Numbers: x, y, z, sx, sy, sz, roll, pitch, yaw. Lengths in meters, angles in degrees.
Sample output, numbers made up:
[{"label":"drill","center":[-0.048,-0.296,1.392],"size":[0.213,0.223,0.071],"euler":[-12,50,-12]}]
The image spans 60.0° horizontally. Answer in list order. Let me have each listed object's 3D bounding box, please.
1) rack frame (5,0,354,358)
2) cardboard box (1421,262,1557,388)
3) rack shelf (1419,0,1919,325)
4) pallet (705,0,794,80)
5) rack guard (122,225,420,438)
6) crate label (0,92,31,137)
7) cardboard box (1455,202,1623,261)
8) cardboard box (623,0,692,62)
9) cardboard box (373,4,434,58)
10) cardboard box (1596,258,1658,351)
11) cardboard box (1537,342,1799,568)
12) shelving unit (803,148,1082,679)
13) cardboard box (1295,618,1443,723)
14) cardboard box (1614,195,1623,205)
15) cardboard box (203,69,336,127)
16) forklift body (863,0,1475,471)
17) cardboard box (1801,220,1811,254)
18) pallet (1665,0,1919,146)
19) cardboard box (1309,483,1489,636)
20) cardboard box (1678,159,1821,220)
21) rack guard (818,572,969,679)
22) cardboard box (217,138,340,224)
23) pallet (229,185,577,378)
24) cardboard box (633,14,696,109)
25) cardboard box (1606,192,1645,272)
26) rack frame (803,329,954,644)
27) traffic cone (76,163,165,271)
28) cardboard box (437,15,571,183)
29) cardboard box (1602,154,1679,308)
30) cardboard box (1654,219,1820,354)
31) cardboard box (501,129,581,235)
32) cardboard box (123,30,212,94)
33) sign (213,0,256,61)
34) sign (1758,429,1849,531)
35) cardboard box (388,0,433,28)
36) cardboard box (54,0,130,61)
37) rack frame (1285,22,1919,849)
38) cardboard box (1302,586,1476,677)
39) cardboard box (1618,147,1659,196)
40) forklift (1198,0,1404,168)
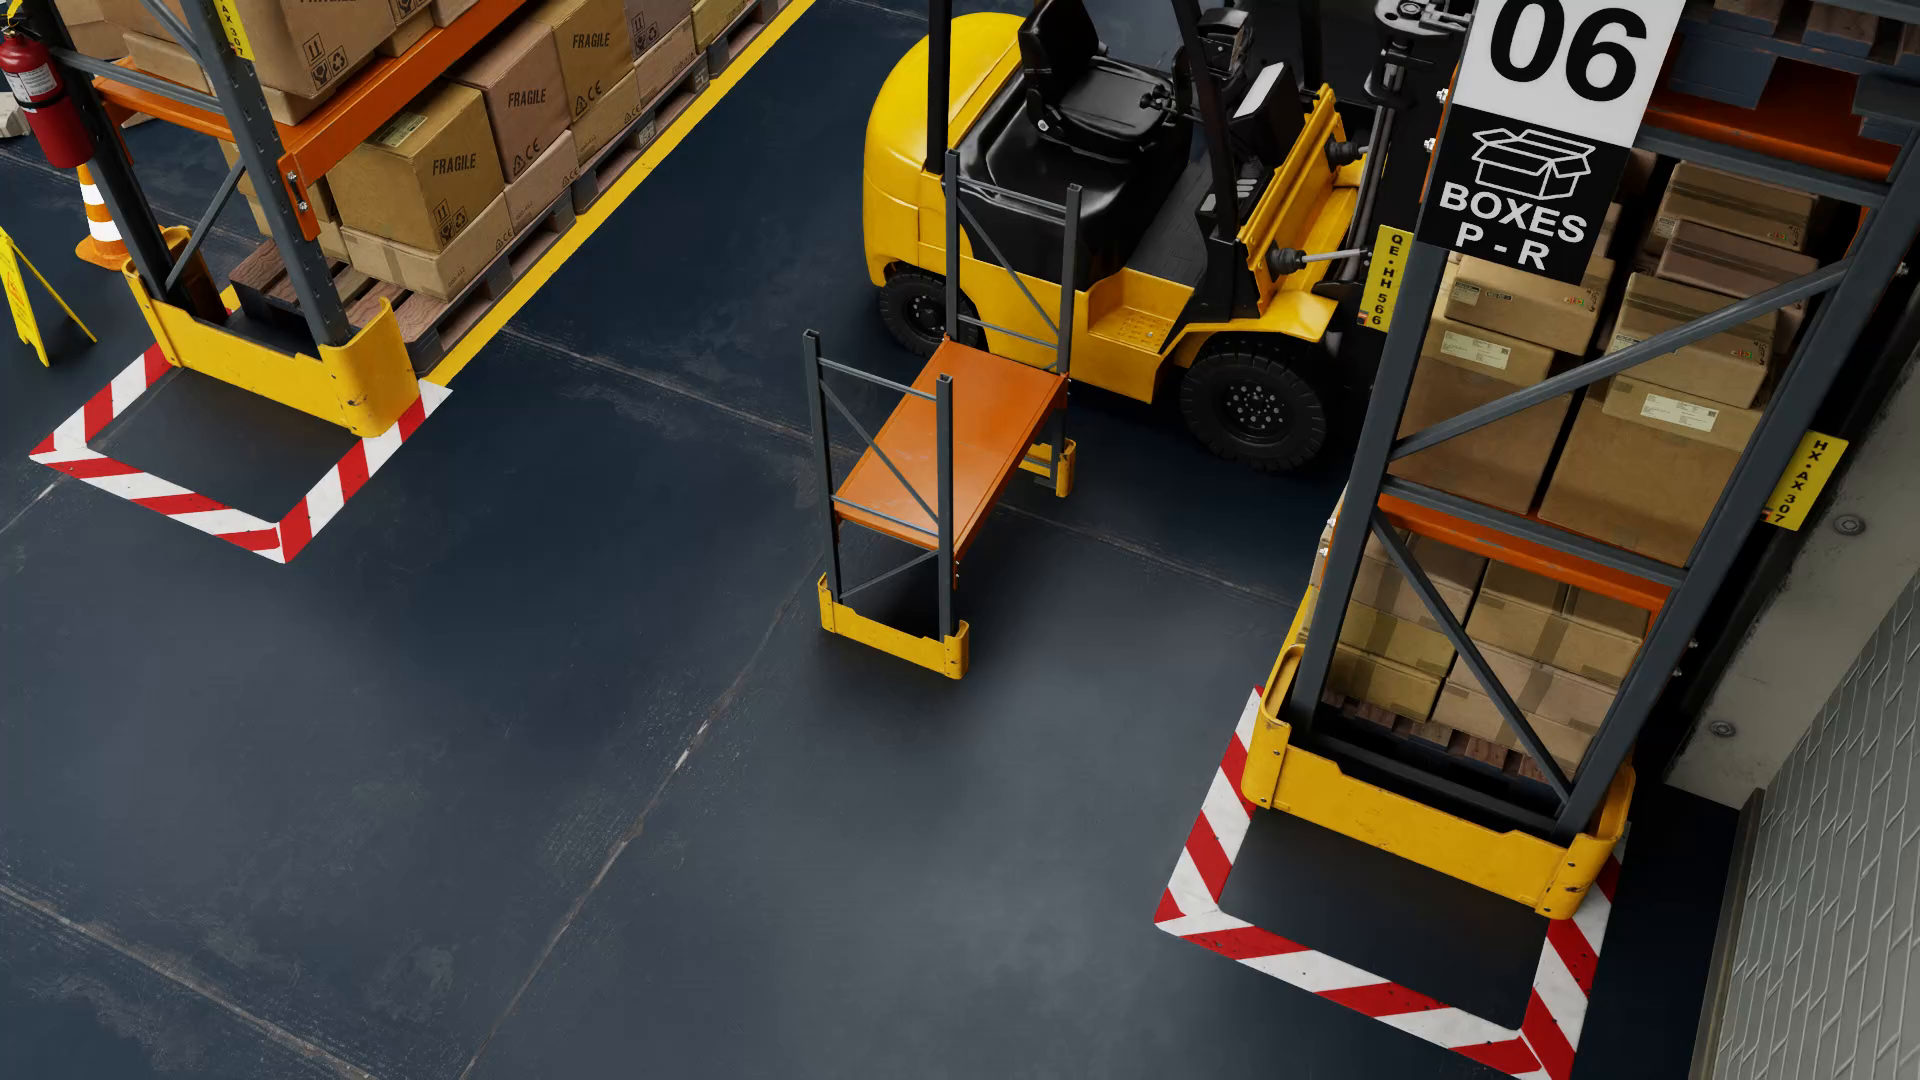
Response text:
[{"label":"rack frame","center":[-2.915,-1.636,5.988],"size":[1.000,3.000,0.127],"euler":[20,52,16]},{"label":"cardboard box","center":[1.469,-0.596,4.611],"size":[0.380,0.149,0.250],"euler":[21,53,17]},{"label":"rack shelf","center":[2.429,-2.140,4.919],"size":[1.077,0.370,4.000],"euler":[20,52,16]},{"label":"pallet","center":[-1.461,-3.013,8.990],"size":[1.003,0.211,1.213],"euler":[20,52,16]},{"label":"rack guard","center":[-2.883,-0.878,6.984],"size":[1.175,0.500,0.348],"euler":[20,52,16]},{"label":"crate label","center":[-4.767,-2.113,8.273],"size":[0.250,0.136,0.298],"euler":[-4,50,-3]},{"label":"cardboard box","center":[1.614,-0.858,4.639],"size":[0.380,0.149,0.250],"euler":[20,52,16]},{"label":"cardboard box","center":[-1.649,-2.681,7.914],"size":[0.500,0.500,0.500],"euler":[22,53,18]},{"label":"cardboard box","center":[-2.301,-2.056,6.510],"size":[0.380,0.149,0.250],"euler":[18,52,15]},{"label":"cardboard box","center":[2.002,-0.606,4.620],"size":[0.380,0.149,0.250],"euler":[20,52,16]},{"label":"cardboard box","center":[2.037,-0.307,4.791],"size":[0.500,0.500,0.500],"euler":[21,53,17]},{"label":"shelving unit","center":[-0.033,-0.434,5.949],"size":[0.587,1.500,1.083],"euler":[20,52,16]},{"label":"cardboard box","center":[1.489,0.305,5.866],"size":[0.500,0.250,0.500],"euler":[20,53,16]},{"label":"cardboard box","center":[1.718,-0.941,4.904],"size":[0.380,0.149,0.250],"euler":[21,53,17]},{"label":"cardboard box","center":[-2.583,-1.721,6.225],"size":[0.380,0.149,0.250],"euler":[20,52,16]},{"label":"forklift body","center":[0.735,-1.648,6.555],"size":[2.313,2.155,1.214],"euler":[20,52,16]},{"label":"cardboard box","center":[2.285,-0.943,4.907],"size":[0.380,0.149,0.250],"euler":[18,52,15]},{"label":"pallet","center":[1.900,-1.445,3.914],"size":[1.003,0.211,1.213],"euler":[20,52,16]},{"label":"cardboard box","center":[1.489,-0.011,5.478],"size":[0.500,0.250,0.500],"euler":[21,53,17]},{"label":"cardboard box","center":[2.272,-1.046,4.798],"size":[0.380,0.149,0.250],"euler":[20,53,16]},{"label":"rack guard","center":[-0.245,0.314,6.133],"size":[0.587,0.250,0.087],"euler":[20,52,16]},{"label":"cardboard box","center":[-2.809,-1.761,7.131],"size":[0.500,0.500,0.500],"euler":[20,53,16]},{"label":"pallet","center":[-2.504,-1.333,7.560],"size":[1.003,0.211,1.213],"euler":[20,52,16]},{"label":"cardboard box","center":[-1.656,-2.422,8.186],"size":[0.500,0.250,0.500],"euler":[21,53,17]},{"label":"cardboard box","center":[1.777,-0.835,5.240],"size":[0.500,0.500,0.500],"euler":[21,53,17]},{"label":"rack frame","center":[-0.254,-0.077,5.646],"size":[0.500,1.500,0.032],"euler":[20,52,16]},{"label":"traffic cone","center":[-3.898,-1.530,7.563],"size":[0.336,0.463,0.334],"euler":[20,52,16]},{"label":"cardboard box","center":[-2.092,-1.968,7.307],"size":[0.500,0.500,0.500],"euler":[18,52,15]},{"label":"cardboard box","center":[2.450,-1.021,5.398],"size":[0.500,0.500,0.500],"euler":[19,52,16]},{"label":"cardboard box","center":[2.081,-0.687,4.493],"size":[0.380,0.149,0.250],"euler":[21,53,17]},{"label":"cardboard box","center":[-2.096,-1.696,7.568],"size":[0.500,0.250,0.500],"euler":[22,53,17]},{"label":"cardboard box","center":[-2.949,-1.882,6.362],"size":[0.380,0.149,0.250],"euler":[21,53,17]},{"label":"sign","center":[-2.425,-1.740,5.508],"size":[0.100,0.325,0.005],"euler":[20,52,16]},{"label":"sign","center":[2.073,-0.145,4.099],"size":[0.100,0.325,0.005],"euler":[20,52,16]},{"label":"cardboard box","center":[-2.244,-2.359,6.341],"size":[0.500,0.500,0.500],"euler":[21,53,17]},{"label":"cardboard box","center":[-4.454,-2.860,8.669],"size":[0.797,0.503,0.637],"euler":[-11,51,-9]},{"label":"rack frame","center":[1.574,-0.024,4.616],"size":[1.000,3.000,0.127],"euler":[20,52,16]},{"label":"cardboard box","center":[1.500,0.132,5.684],"size":[0.500,0.250,0.500],"euler":[19,52,16]},{"label":"cardboard box","center":[1.875,-1.194,4.925],"size":[0.380,0.149,0.250],"euler":[20,53,16]},{"label":"forklift","center":[1.851,-3.173,7.341],"size":[1.130,2.935,3.031],"euler":[18,52,15]}]
